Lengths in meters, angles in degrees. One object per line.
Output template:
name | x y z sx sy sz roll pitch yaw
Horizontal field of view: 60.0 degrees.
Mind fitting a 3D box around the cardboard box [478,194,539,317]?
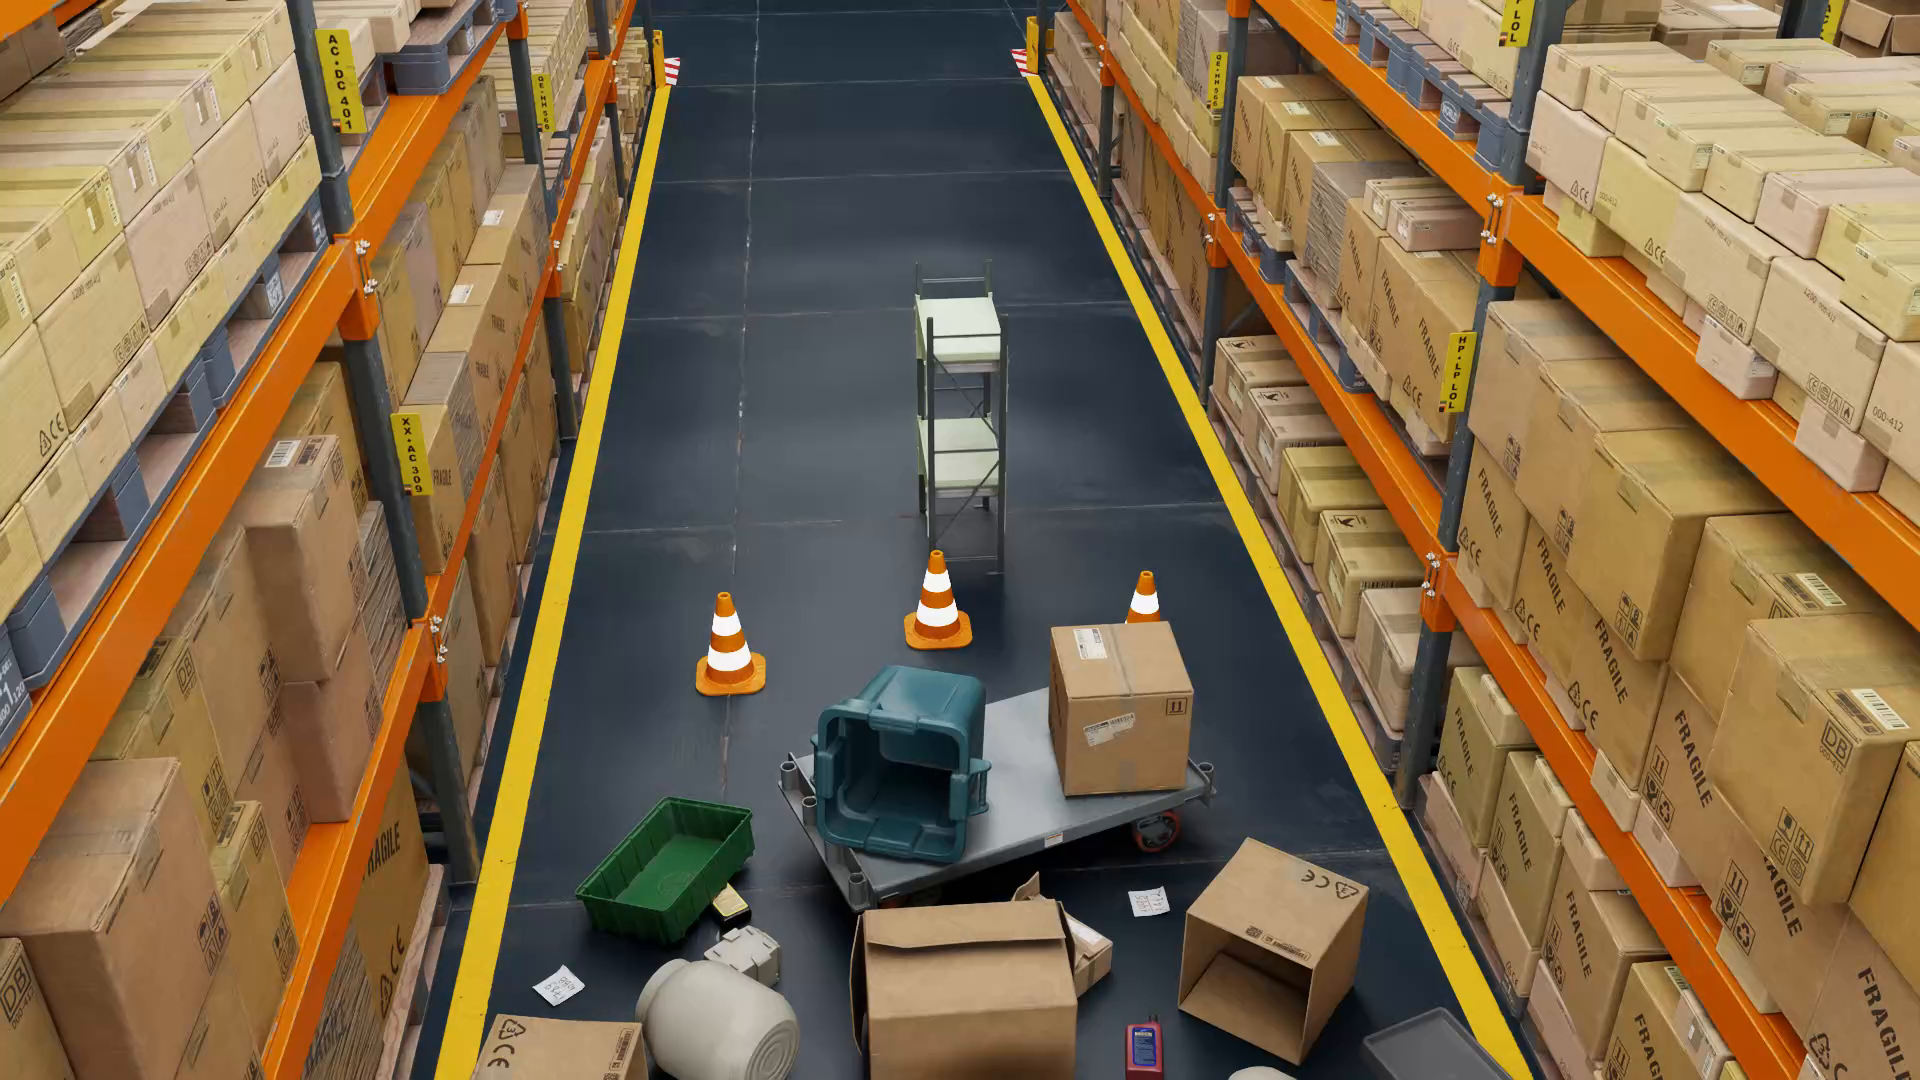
cardboard box | -2.518 -1.483 8.710 0.500 0.500 0.500 -3 31 -5

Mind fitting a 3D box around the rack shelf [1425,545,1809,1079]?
rack shelf | 2.607 1.171 5.065 1.077 0.370 4.000 -3 31 -5

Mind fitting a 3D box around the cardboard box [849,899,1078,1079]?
cardboard box | 0.013 1.645 5.874 0.797 0.637 0.503 -3 31 -5

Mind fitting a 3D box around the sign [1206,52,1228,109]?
sign | 1.494 -2.670 9.665 0.100 0.325 0.005 -3 31 -5

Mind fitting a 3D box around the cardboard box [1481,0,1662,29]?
cardboard box | 2.239 -2.067 6.109 0.500 0.250 0.500 -2 31 -3

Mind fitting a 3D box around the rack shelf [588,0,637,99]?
rack shelf | -3.433 -4.666 14.839 1.077 0.370 4.000 -3 31 -5

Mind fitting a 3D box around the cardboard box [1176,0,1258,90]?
cardboard box | 1.681 -3.186 10.586 0.500 0.500 0.500 -2 31 -4

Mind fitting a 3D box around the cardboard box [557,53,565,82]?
cardboard box | -2.869 -3.164 11.167 0.380 0.149 0.250 -2 31 -3

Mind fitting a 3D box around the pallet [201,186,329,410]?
pallet | -2.433 -0.701 4.660 1.003 0.211 1.213 -3 31 -5

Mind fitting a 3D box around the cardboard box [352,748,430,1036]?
cardboard box | -2.510 1.187 6.001 0.875 0.875 0.875 -2 31 -4

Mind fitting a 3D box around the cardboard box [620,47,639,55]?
cardboard box | -3.240 -4.558 15.746 0.380 0.149 0.250 -4 31 -7

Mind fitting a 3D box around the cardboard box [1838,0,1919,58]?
cardboard box | 6.651 -3.490 11.657 0.797 0.503 0.637 -3 31 -6

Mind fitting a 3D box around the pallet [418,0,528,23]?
pallet | -2.760 -2.792 8.259 1.213 0.211 1.003 -1 31 -2

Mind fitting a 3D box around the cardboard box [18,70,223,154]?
cardboard box | -2.078 -1.059 4.133 0.380 0.149 0.250 -2 31 -4

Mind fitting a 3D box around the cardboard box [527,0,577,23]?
cardboard box | -2.966 -3.817 11.971 0.380 0.149 0.250 -4 31 -6

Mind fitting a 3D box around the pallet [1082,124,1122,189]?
pallet | 1.679 -3.438 14.800 1.003 0.211 1.213 -3 31 -5

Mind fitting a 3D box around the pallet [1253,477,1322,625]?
pallet | 2.229 0.017 9.016 1.003 0.211 1.213 -3 31 -5

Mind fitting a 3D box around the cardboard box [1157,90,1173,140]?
cardboard box | 1.646 -2.900 11.326 0.500 0.250 0.500 -3 31 -5

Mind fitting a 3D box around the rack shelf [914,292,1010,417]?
rack shelf | 0.001 -0.976 8.660 0.431 0.370 0.720 -3 31 -5

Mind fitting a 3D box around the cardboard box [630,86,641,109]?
cardboard box | -3.116 -4.025 15.143 0.380 0.149 0.250 -2 31 -4

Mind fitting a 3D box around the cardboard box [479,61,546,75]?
cardboard box | -2.793 -2.883 10.407 0.380 0.149 0.250 -4 31 -7

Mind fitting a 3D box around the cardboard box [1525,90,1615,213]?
cardboard box | 2.189 -1.272 5.385 0.500 0.250 0.500 -3 31 -6

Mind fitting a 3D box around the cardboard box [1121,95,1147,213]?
cardboard box | 1.810 -3.198 13.342 0.875 0.875 0.875 -2 31 -3

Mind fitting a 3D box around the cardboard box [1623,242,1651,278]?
cardboard box | 2.307 -0.910 5.168 0.380 0.149 0.250 -3 31 -5

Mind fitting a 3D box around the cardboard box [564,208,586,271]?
cardboard box | -2.743 -1.964 10.909 0.500 0.250 0.500 -3 31 -5

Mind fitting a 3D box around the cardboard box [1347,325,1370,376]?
cardboard box | 2.003 -0.876 7.626 0.380 0.149 0.250 -3 31 -4

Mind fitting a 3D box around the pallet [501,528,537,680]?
pallet | -2.763 0.313 8.521 1.003 0.211 1.213 -3 31 -5

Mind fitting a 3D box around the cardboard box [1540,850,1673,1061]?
cardboard box | 2.315 1.371 5.569 0.500 0.500 0.500 -1 31 -2

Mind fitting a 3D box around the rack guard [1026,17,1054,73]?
rack guard | 1.297 -5.224 17.509 1.175 0.500 0.348 -3 31 -5

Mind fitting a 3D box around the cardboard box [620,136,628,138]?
cardboard box | -3.060 -3.372 14.341 0.380 0.149 0.250 -3 31 -5

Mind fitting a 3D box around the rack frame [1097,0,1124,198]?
rack frame | 1.673 -4.243 13.428 1.000 3.000 0.127 -3 31 -5

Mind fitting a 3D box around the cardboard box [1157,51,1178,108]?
cardboard box | 1.628 -3.108 11.187 0.500 0.250 0.500 -4 31 -6

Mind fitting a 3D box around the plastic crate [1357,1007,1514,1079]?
plastic crate | 1.750 1.936 5.931 0.402 0.080 0.583 -14 33 -22

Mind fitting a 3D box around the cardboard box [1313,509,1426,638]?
cardboard box | 2.298 0.155 8.219 0.950 0.372 0.625 -1 31 -1

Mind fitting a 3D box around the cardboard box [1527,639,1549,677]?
cardboard box | 2.261 0.386 5.923 0.380 0.149 0.250 -3 31 -5

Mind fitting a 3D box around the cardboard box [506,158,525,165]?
cardboard box | -2.713 -2.223 9.881 0.380 0.149 0.250 -3 31 -5

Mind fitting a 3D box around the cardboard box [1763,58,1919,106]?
cardboard box | 2.768 -1.400 5.211 0.380 0.149 0.250 -3 31 -6

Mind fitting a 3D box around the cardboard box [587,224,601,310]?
cardboard box | -2.788 -1.911 11.552 0.500 0.500 0.500 -4 31 -6

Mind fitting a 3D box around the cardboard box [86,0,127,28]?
cardboard box | -8.428 -4.756 15.949 0.875 0.875 0.875 -3 31 -5

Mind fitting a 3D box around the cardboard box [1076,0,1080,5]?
cardboard box | 1.260 -5.029 14.647 0.500 0.500 0.500 -3 31 -5

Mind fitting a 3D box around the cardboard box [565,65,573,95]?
cardboard box | -2.887 -3.168 11.465 0.380 0.149 0.250 -1 31 -2

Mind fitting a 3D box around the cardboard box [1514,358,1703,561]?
cardboard box | 2.271 -0.262 5.400 0.700 0.500 0.500 -3 31 -4

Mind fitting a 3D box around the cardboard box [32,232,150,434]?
cardboard box | -2.057 -0.433 3.475 0.500 0.250 0.500 -3 31 -5

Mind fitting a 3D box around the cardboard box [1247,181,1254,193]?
cardboard box | 1.892 -2.098 9.673 0.380 0.149 0.250 -4 31 -7

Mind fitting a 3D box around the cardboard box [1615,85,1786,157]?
cardboard box | 2.194 -1.238 4.939 0.380 0.149 0.250 -4 31 -6

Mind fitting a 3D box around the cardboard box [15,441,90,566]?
cardboard box | -1.956 -0.065 3.247 0.380 0.149 0.250 -3 31 -5

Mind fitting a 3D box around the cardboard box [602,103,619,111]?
cardboard box | -3.112 -3.622 14.179 0.380 0.149 0.250 -3 31 -5

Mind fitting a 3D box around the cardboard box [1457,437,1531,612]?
cardboard box | 2.184 -0.091 6.090 0.500 0.500 0.500 -3 31 -5

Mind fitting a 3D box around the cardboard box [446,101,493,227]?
cardboard box | -2.792 -1.896 8.427 0.700 0.500 0.500 -3 31 -5

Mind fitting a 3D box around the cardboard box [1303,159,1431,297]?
cardboard box | 2.009 -1.519 8.070 0.500 0.500 0.500 -4 31 -6

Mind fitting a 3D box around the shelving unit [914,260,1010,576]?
shelving unit | 0.001 -0.640 8.860 0.431 1.500 0.755 -3 31 -5

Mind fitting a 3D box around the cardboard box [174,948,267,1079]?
cardboard box | -2.205 1.349 3.920 0.875 0.550 0.550 -3 31 -5

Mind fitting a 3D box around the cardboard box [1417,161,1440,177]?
cardboard box | 2.523 -1.533 8.094 0.500 0.500 0.500 -4 31 -7

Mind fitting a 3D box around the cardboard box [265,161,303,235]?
cardboard box | -2.123 -0.974 4.768 0.380 0.149 0.250 -2 31 -4
